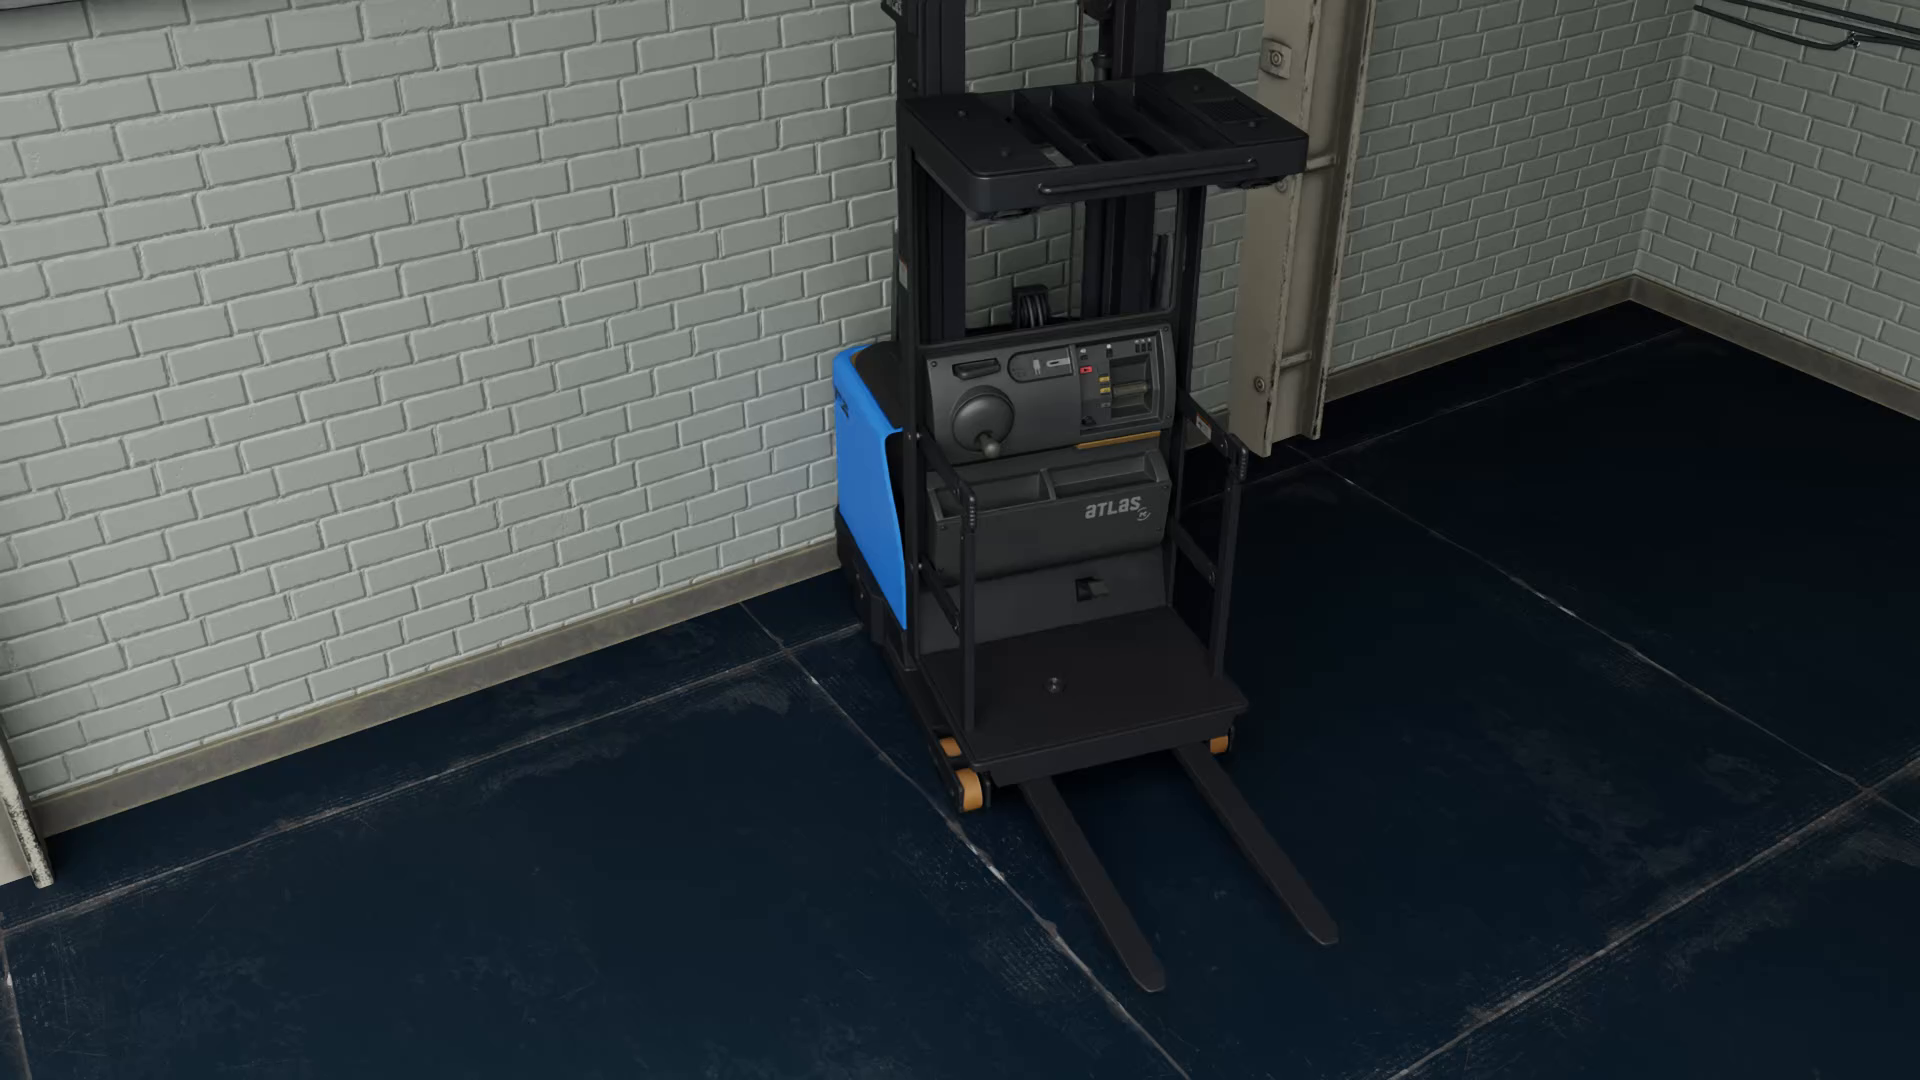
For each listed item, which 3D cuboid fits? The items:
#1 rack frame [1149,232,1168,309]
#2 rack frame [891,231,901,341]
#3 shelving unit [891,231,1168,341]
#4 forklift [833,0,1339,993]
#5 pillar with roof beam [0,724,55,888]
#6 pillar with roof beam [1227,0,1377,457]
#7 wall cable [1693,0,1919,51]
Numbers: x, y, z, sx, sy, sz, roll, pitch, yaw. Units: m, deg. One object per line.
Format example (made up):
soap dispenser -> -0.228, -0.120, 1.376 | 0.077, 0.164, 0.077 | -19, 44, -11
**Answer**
rack frame -> 0.712, -0.744, 7.554 | 0.032, 1.500, 0.500 | -14, 33, -26
rack frame -> -0.175, -0.529, 7.107 | 0.032, 1.500, 0.500 | -14, 33, -26
shelving unit -> 0.261, -0.635, 7.327 | 1.083, 1.500, 0.587 | -14, 33, -26
forklift -> 0.406, -0.479, 5.762 | 1.130, 2.935, 3.031 | -10, 34, -16
pillar with roof beam -> -1.095, -0.683, 0.399 | 0.400, 9.000, 9.100 | -19, 37, -27
pillar with roof beam -> 3.948, -2.418, 3.148 | 0.400, 9.000, 9.100 | -19, 37, -27
wall cable -> 4.808, -3.294, 7.447 | 0.112, 2.526, 3.097 | -19, 37, -27
